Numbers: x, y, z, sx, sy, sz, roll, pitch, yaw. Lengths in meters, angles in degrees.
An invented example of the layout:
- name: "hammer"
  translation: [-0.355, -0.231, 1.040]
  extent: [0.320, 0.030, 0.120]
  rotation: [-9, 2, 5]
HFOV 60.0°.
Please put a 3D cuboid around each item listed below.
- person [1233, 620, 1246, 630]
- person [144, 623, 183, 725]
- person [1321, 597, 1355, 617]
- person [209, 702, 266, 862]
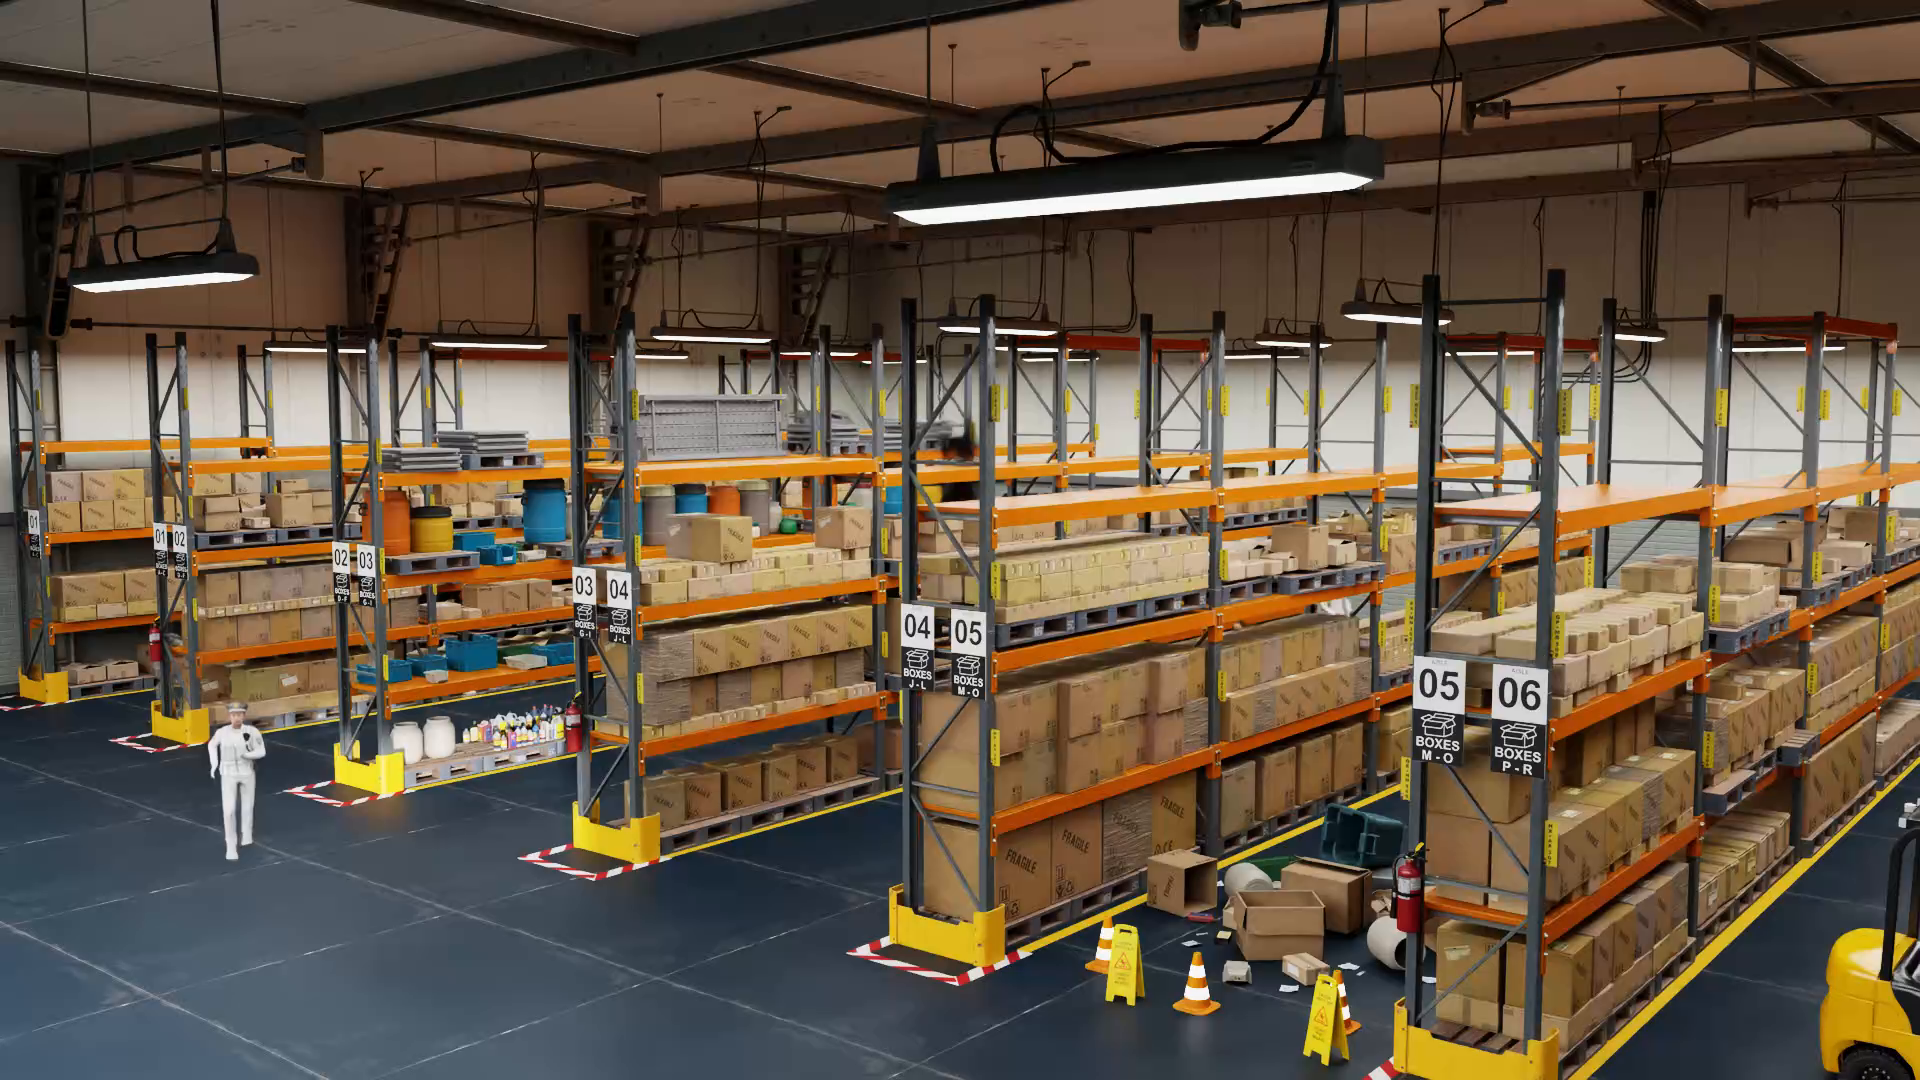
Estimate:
- name: "person"
  translation: [4.263, 2.037, 25.590]
  extent: [0.556, 1.628, 0.687]
  rotation: [4, 6, 35]
- name: "person"
  translation: [-12.395, 2.039, 25.946]
  extent: [0.535, 1.644, 0.698]
  rotation: [2, 6, 22]
- name: "person"
  translation: [7.122, 1.509, 31.243]
  extent: [0.764, 1.748, 0.735]
  rotation: [-4, 6, -34]
- name: "person"
  translation: [-8.036, 2.658, 18.514]
  extent: [0.582, 1.752, 0.743]
  rotation: [-2, 6, -24]
